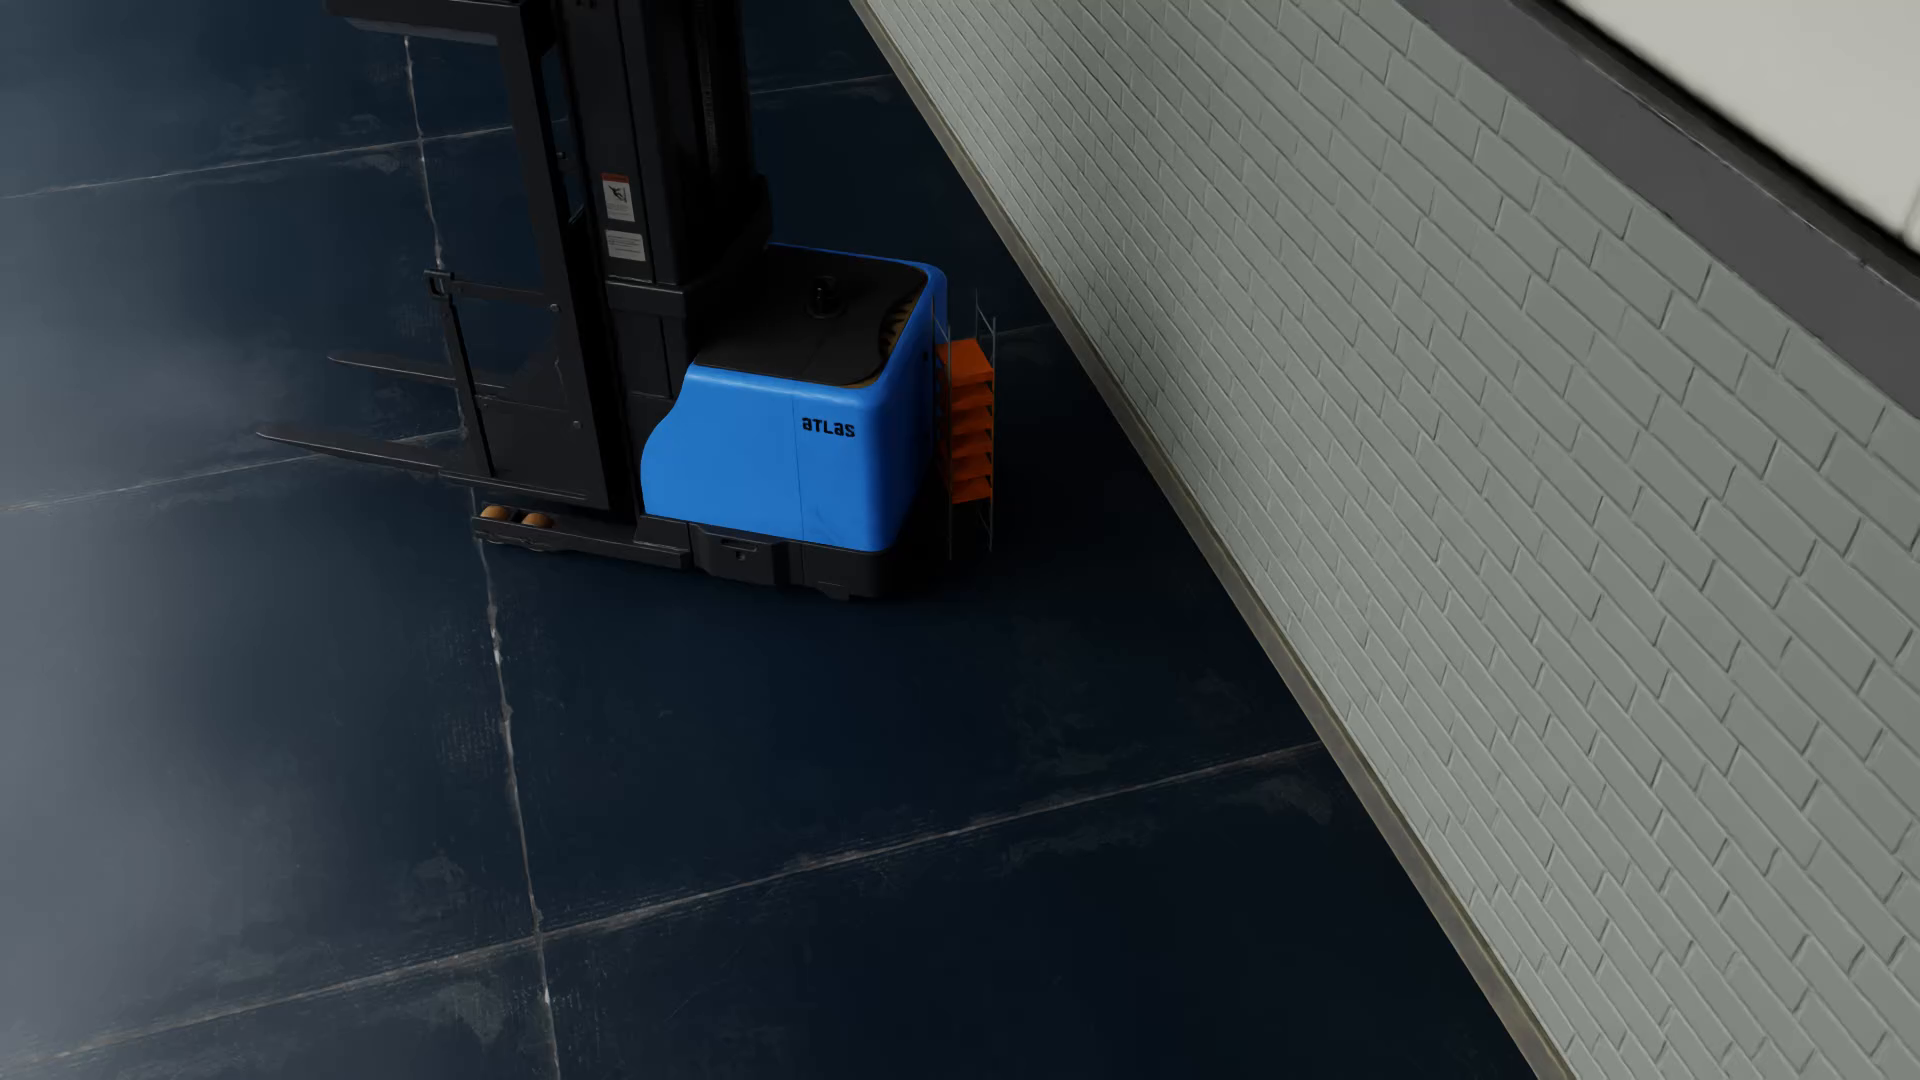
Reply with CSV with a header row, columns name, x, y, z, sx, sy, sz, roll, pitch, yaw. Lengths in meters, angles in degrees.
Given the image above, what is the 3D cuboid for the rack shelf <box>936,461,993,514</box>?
name,x,y,z,sx,sy,sz,roll,pitch,yaw
rack shelf,0.014,-0.241,7.046,0.180,0.103,0.258,-12,42,-13

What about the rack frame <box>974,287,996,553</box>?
name,x,y,z,sx,sy,sz,roll,pitch,yaw
rack frame,0.101,-0.473,6.879,0.006,1.200,0.240,-12,42,-13

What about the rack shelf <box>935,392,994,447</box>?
name,x,y,z,sx,sy,sz,roll,pitch,yaw
rack shelf,0.014,-0.512,6.809,0.180,0.103,0.258,-12,42,-13

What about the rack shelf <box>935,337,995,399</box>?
name,x,y,z,sx,sy,sz,roll,pitch,yaw
rack shelf,0.014,-0.692,6.651,0.180,0.103,0.258,-12,42,-13

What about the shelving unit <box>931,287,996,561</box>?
name,x,y,z,sx,sy,sz,roll,pitch,yaw
shelving unit,0.014,-0.455,6.859,0.189,1.200,0.258,-12,42,-13

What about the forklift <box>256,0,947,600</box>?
name,x,y,z,sx,sy,sz,roll,pitch,yaw
forklift,-1.615,-1.380,6.601,3.031,2.935,1.130,10,42,11

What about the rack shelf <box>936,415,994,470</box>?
name,x,y,z,sx,sy,sz,roll,pitch,yaw
rack shelf,0.014,-0.421,6.888,0.180,0.103,0.258,-12,42,-13

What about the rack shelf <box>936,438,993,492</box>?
name,x,y,z,sx,sy,sz,roll,pitch,yaw
rack shelf,0.014,-0.331,6.967,0.180,0.103,0.258,-12,42,-13

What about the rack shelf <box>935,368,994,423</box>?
name,x,y,z,sx,sy,sz,roll,pitch,yaw
rack shelf,0.014,-0.602,6.730,0.180,0.103,0.258,-12,42,-13

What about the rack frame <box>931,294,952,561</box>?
name,x,y,z,sx,sy,sz,roll,pitch,yaw
rack frame,-0.073,-0.437,6.838,0.006,1.200,0.240,-12,42,-13
